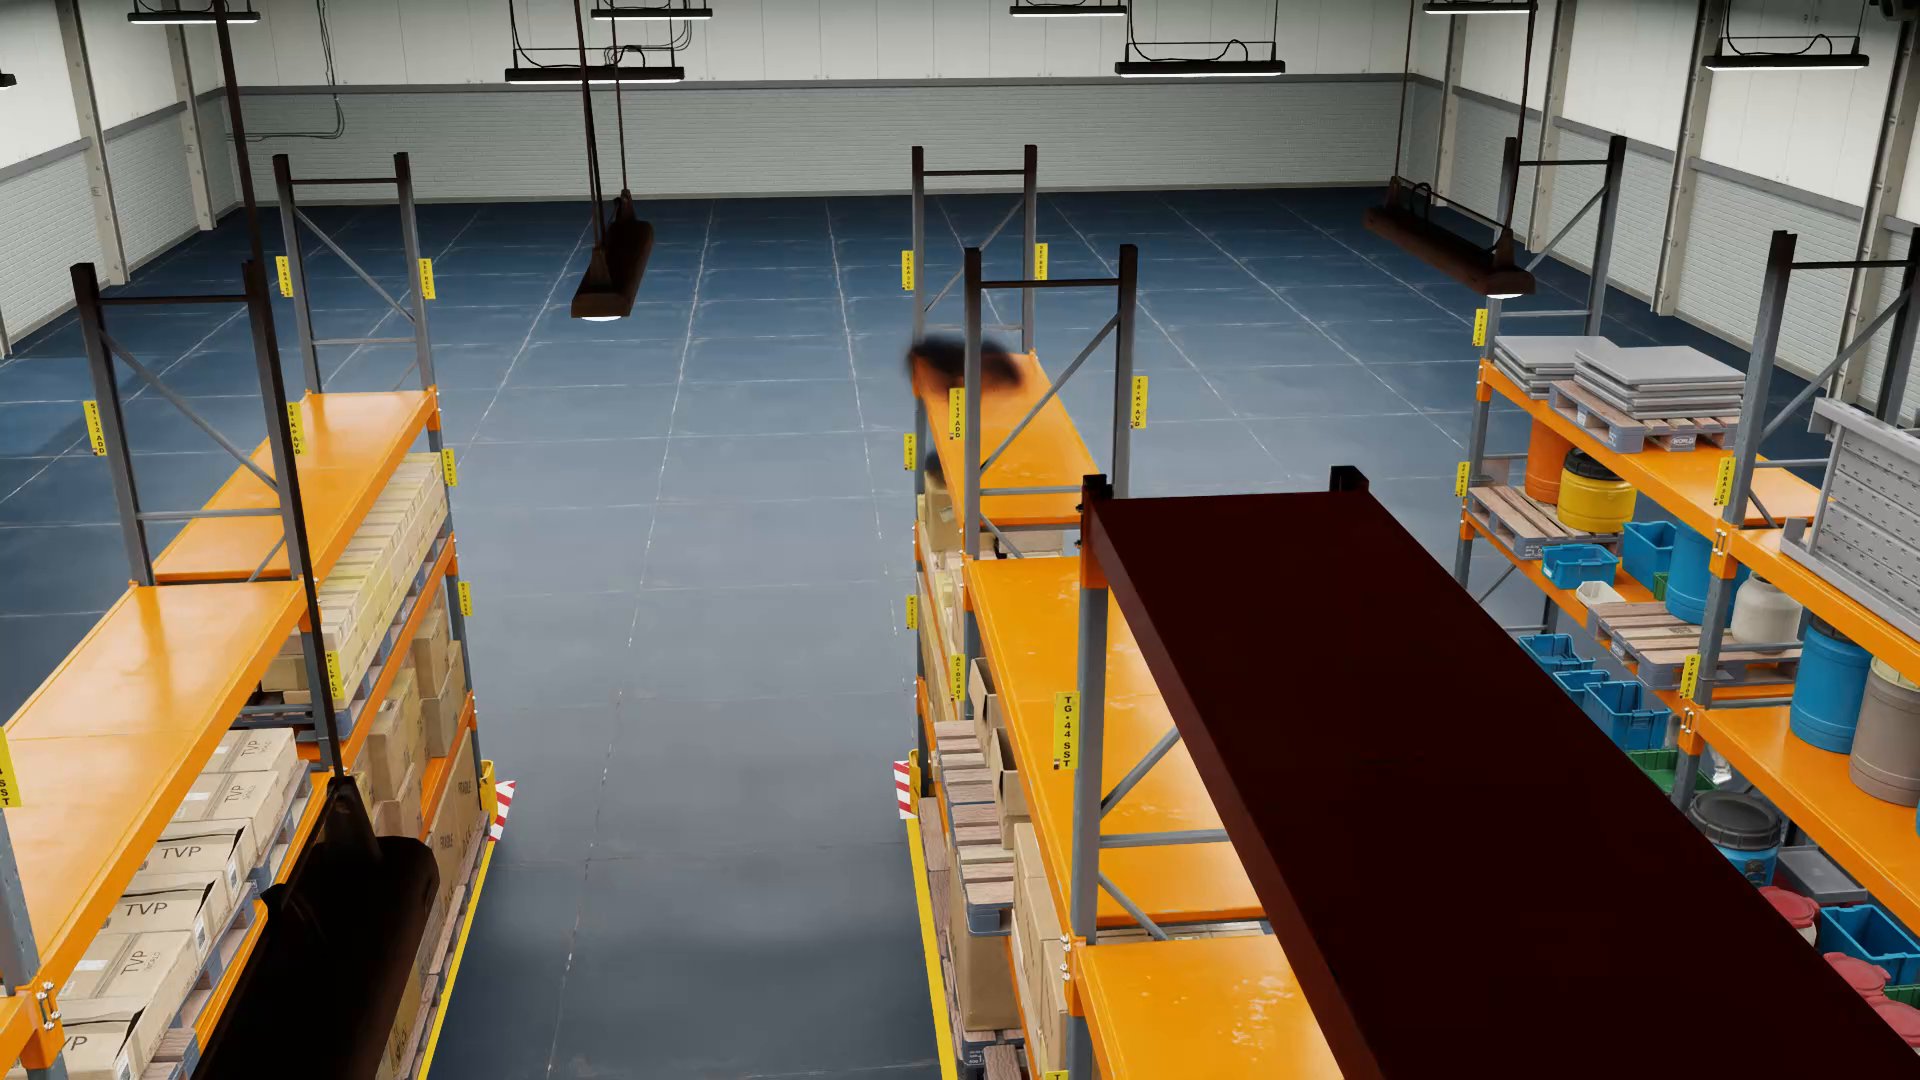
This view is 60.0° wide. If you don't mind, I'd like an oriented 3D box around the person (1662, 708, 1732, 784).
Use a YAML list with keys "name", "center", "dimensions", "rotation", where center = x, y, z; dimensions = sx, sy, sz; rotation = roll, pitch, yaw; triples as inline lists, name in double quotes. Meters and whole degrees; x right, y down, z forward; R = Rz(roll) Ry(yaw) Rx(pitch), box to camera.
- name: "person"
  center: [6.920, 1.528, 15.546]
  dimensions: [0.508, 1.609, 0.861]
  rotation: [-12, 24, -27]
